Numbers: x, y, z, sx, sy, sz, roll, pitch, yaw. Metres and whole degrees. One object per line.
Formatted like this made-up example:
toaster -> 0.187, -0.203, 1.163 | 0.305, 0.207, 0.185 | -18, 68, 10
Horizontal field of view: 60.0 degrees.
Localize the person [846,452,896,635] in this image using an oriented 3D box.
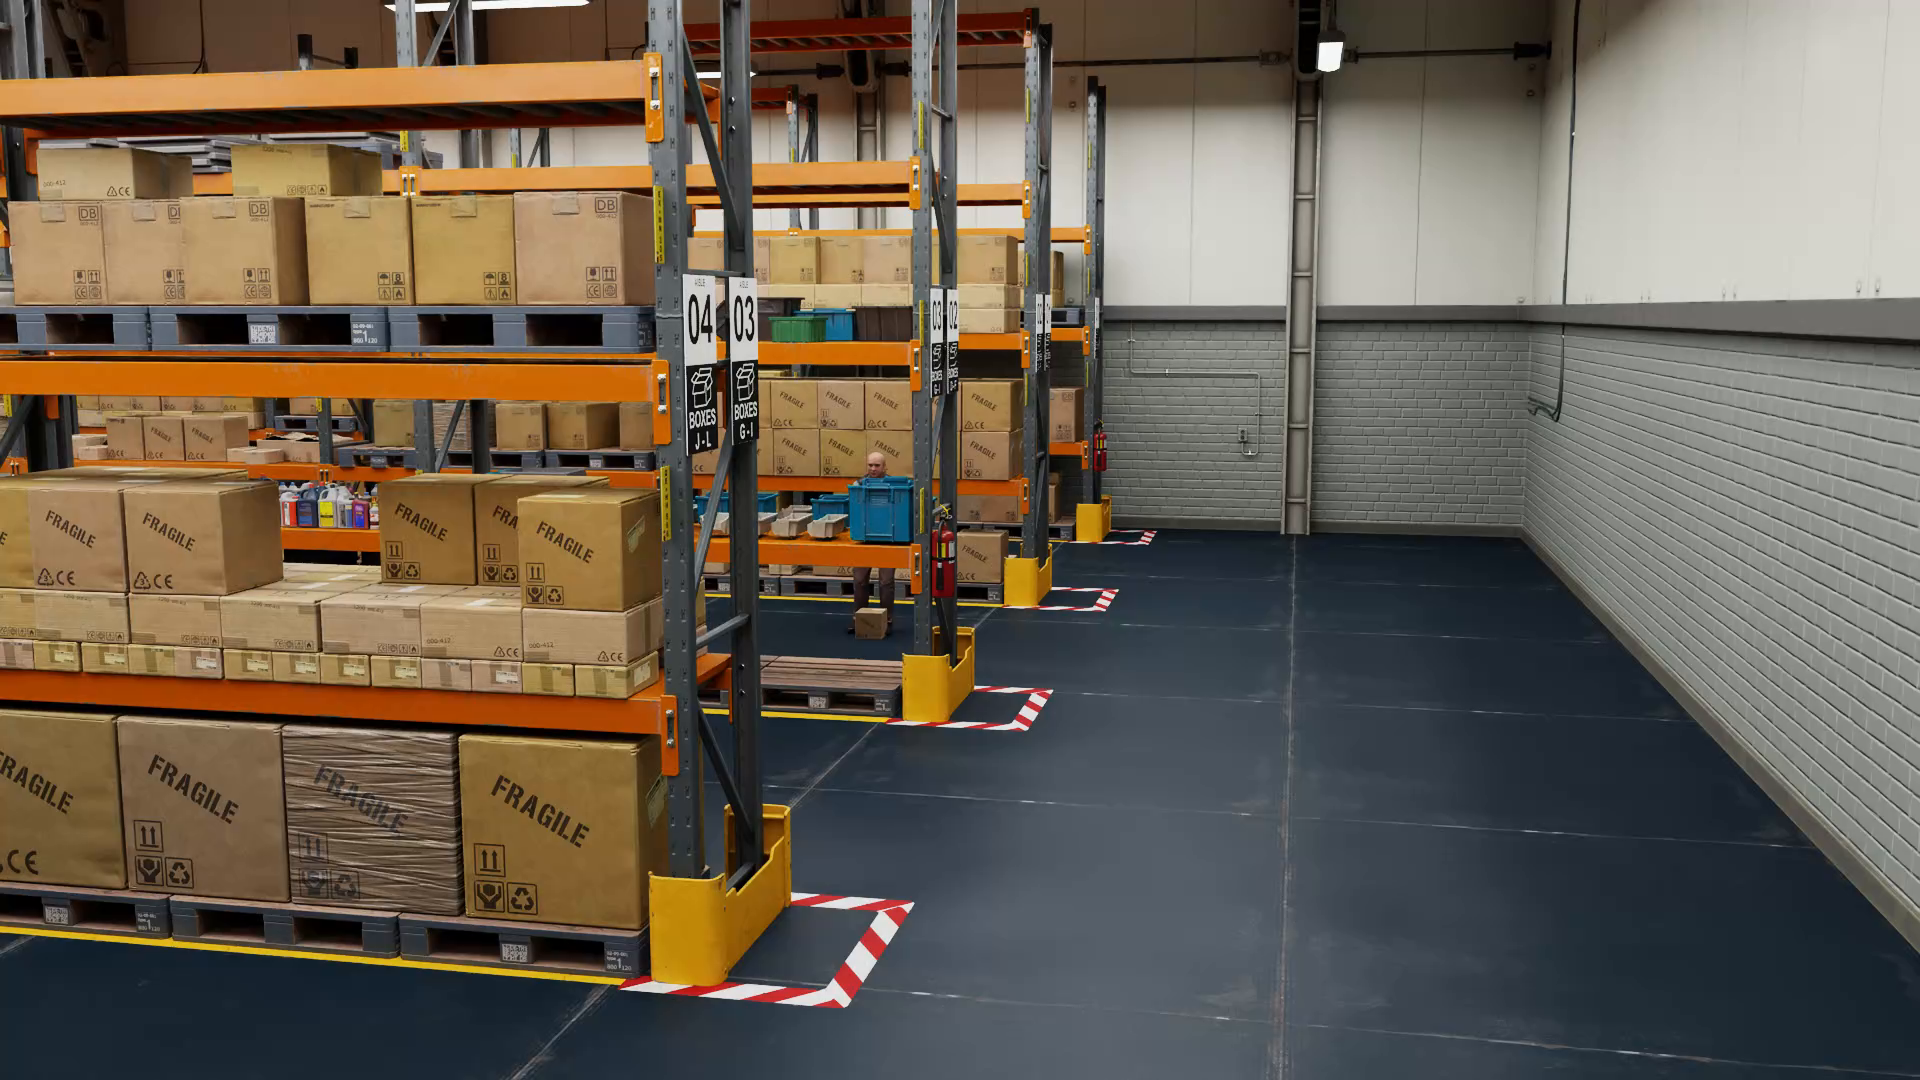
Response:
person -> -0.794, 0.021, 15.750 | 0.580, 1.720, 0.465 | 2, 8, 11
